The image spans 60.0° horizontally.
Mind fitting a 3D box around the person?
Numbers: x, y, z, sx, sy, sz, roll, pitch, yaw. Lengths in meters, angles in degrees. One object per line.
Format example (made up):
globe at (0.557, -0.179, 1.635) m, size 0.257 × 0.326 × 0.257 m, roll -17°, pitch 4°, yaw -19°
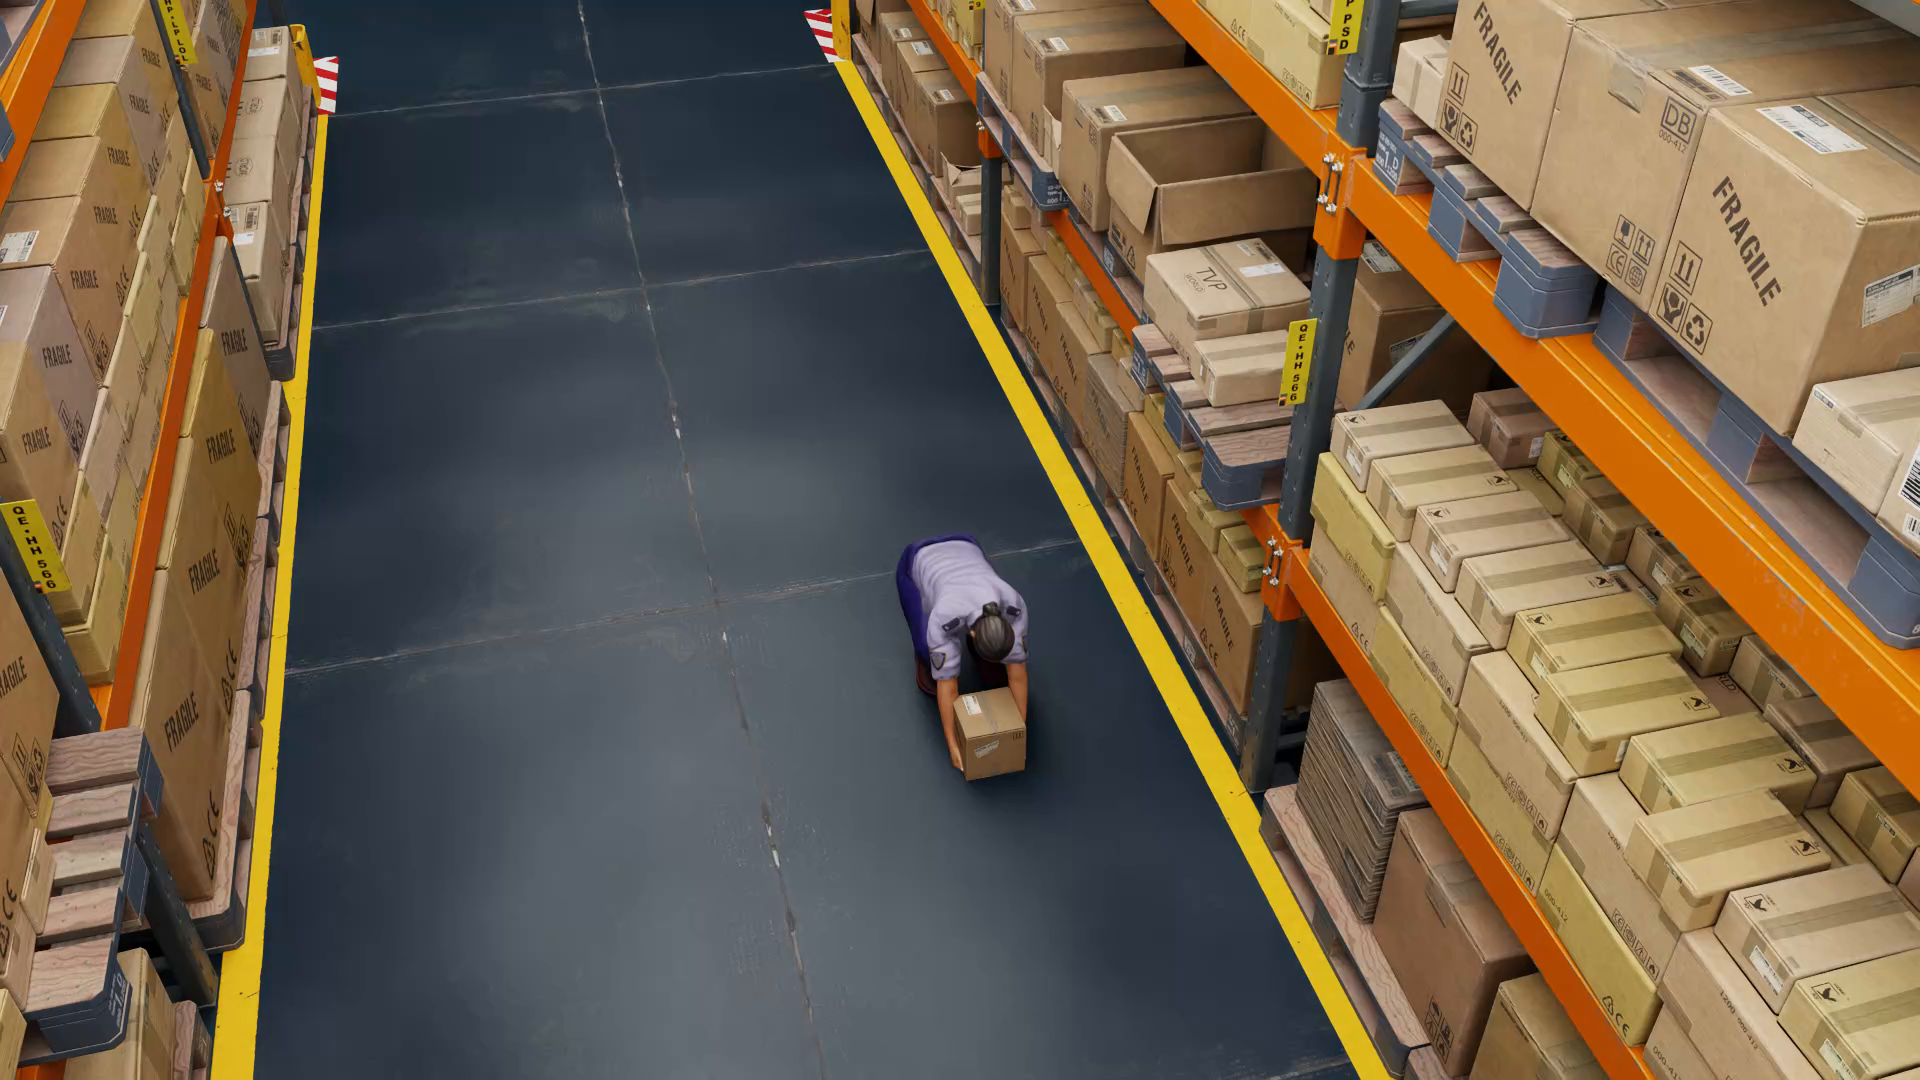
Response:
person at (0.038, 0.399, 7.011) m, size 0.491 × 0.720 × 0.962 m, roll -10°, pitch 40°, yaw -13°
